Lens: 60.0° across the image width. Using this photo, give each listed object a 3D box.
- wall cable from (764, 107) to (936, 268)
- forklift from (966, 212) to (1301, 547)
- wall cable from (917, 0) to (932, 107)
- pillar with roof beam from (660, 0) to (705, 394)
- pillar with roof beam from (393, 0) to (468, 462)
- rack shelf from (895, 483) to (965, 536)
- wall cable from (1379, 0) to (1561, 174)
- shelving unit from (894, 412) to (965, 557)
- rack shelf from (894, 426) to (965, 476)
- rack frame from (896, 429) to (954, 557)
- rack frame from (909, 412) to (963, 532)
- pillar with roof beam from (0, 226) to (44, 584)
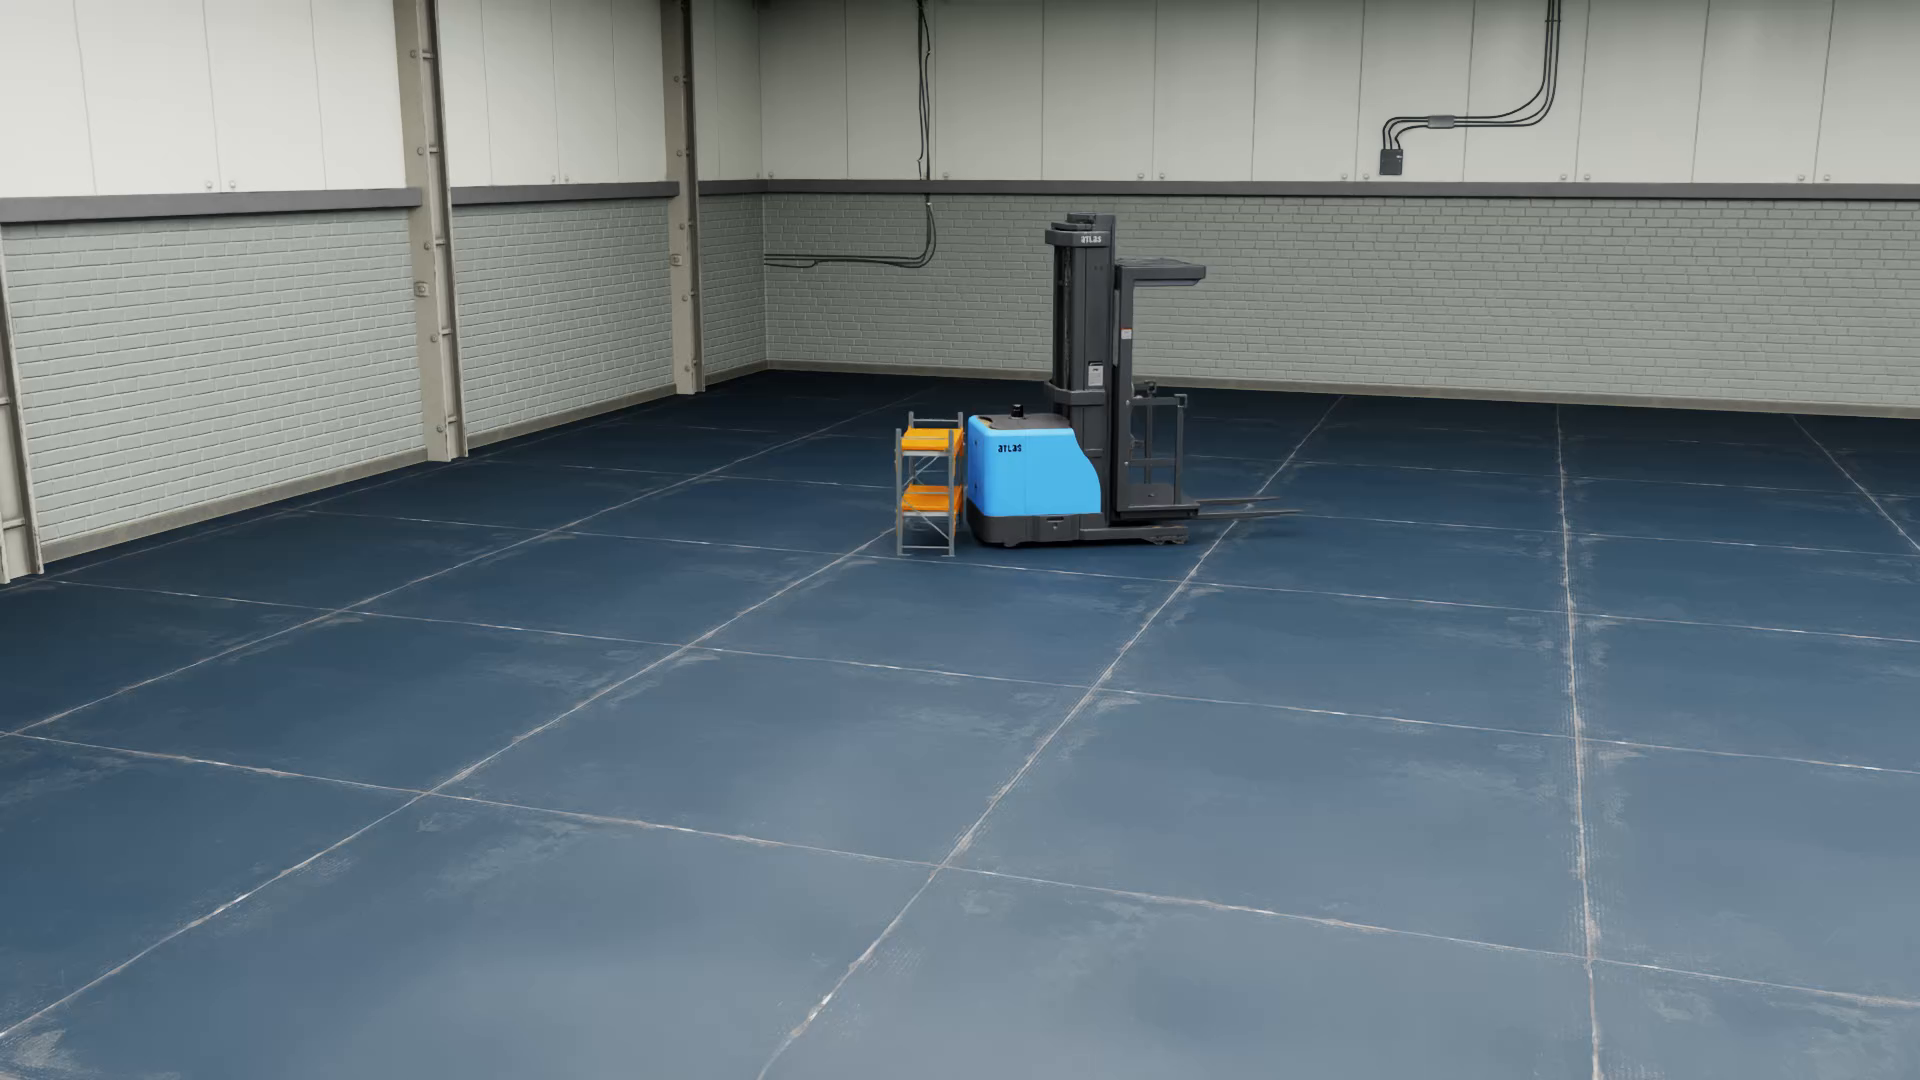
[{"bbox_3d":[-1.850,-5.618,26.621,3.097,2.526,0.112,4,14,18],"label":"wall cable"},{"bbox_3d":[1.625,-1.500,15.233,3.031,2.935,1.130,-2,13,-9],"label":"forklift"},{"bbox_3d":[0.710,-7.886,25.205,3.097,2.526,0.112,4,14,18],"label":"wall cable"},{"bbox_3d":[0.019,-6.297,22.617,9.100,9.000,0.400,4,14,18],"label":"pillar with roof beam"},{"bbox_3d":[-1.922,-5.034,17.082,9.100,9.000,0.400,4,14,18],"label":"pillar with roof beam"},{"bbox_3d":[-0.264,-0.283,15.059,0.538,0.278,1.000,1,13,4],"label":"rack shelf"},{"bbox_3d":[7.128,-8.103,22.887,2.305,6.003,0.169,4,14,18],"label":"wall cable"},{"bbox_3d":[-0.264,-0.521,15.005,0.538,1.125,1.048,1,13,4],"label":"shelving unit"},{"bbox_3d":[-0.264,-0.806,14.940,0.538,0.278,1.000,1,13,4],"label":"rack shelf"},{"bbox_3d":[-0.304,-0.408,14.511,0.500,1.125,0.032,1,13,4],"label":"rack frame"},{"bbox_3d":[-0.224,-0.634,15.499,0.500,1.125,0.032,1,13,4],"label":"rack frame"},{"bbox_3d":[-3.864,-3.770,11.547,9.100,9.000,0.400,4,14,18],"label":"pillar with roof beam"}]
